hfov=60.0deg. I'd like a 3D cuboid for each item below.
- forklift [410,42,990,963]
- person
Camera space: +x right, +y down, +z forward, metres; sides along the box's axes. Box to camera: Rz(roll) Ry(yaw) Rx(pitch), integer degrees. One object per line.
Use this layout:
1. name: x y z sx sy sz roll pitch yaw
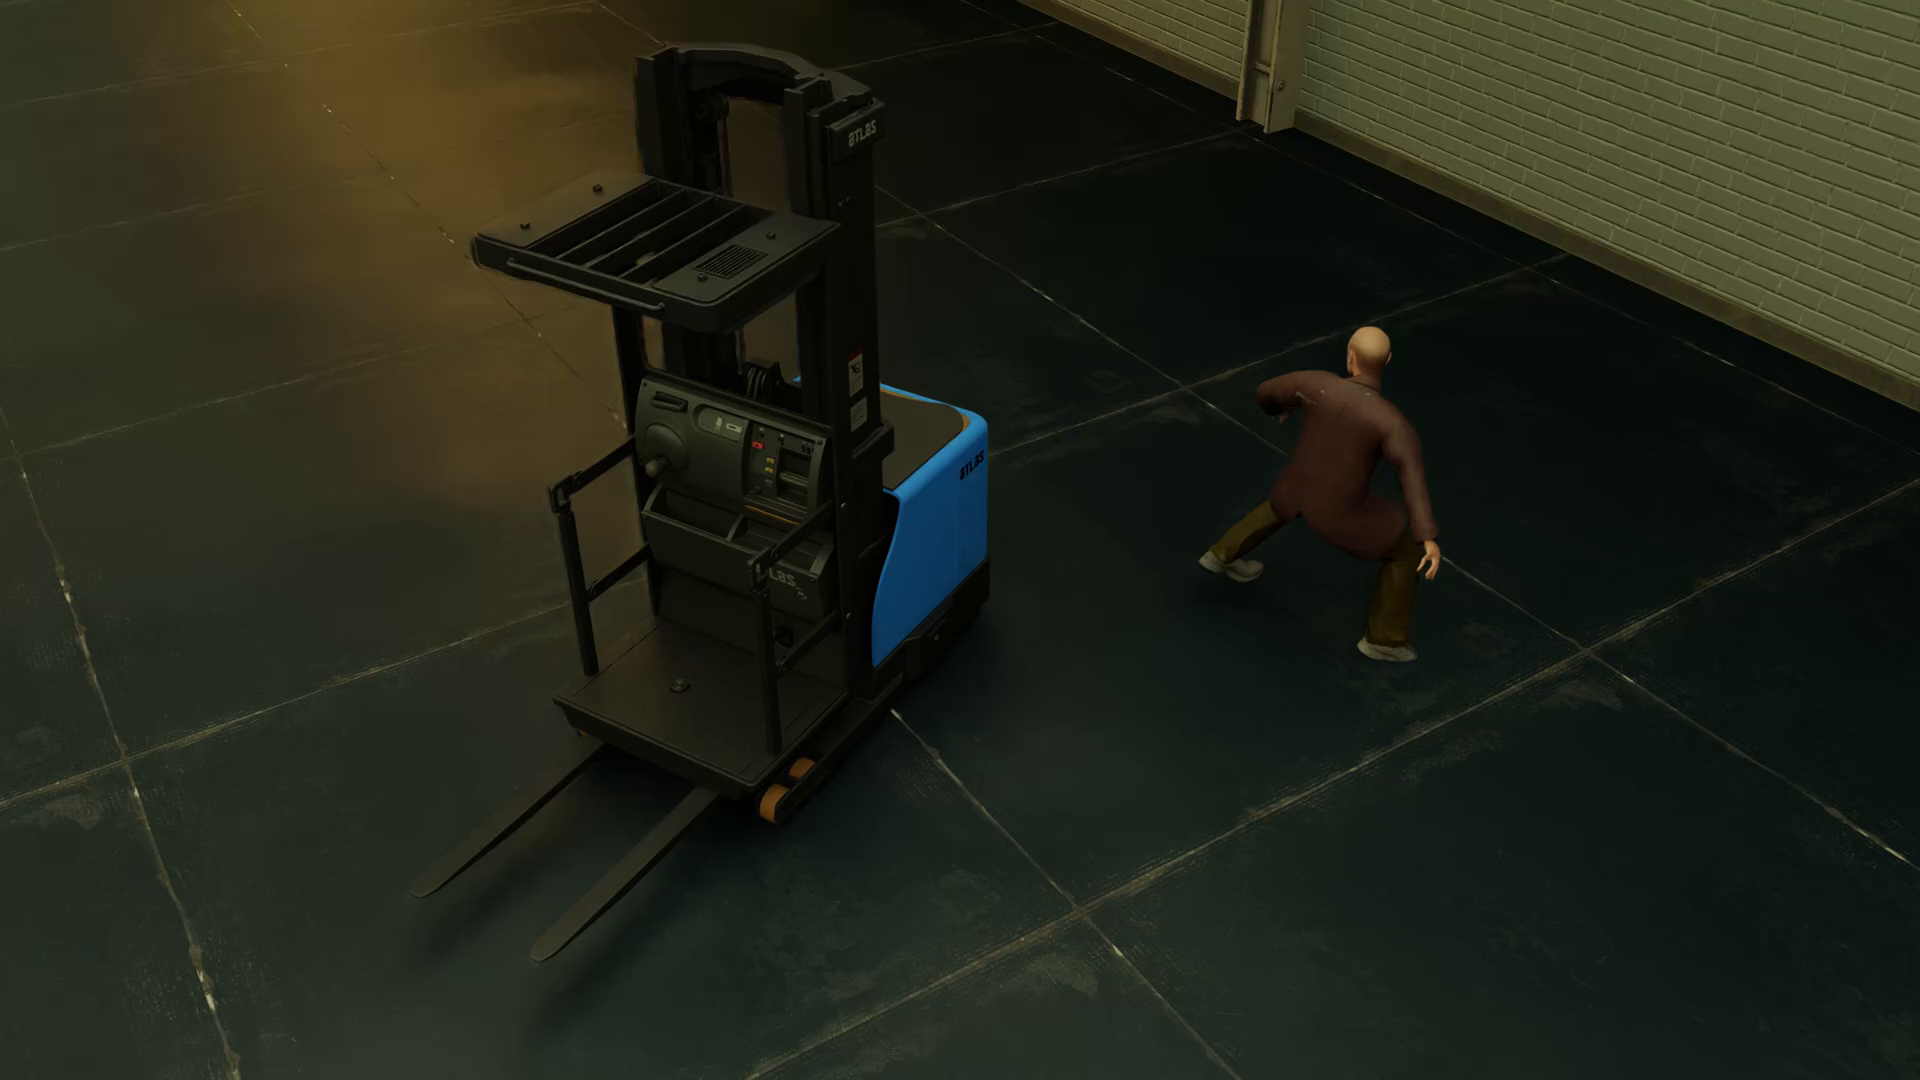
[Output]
1. forklift: -1.046 -0.310 6.589 1.130 2.935 3.031 19 39 25
2. person: 1.758 -0.177 7.618 0.567 1.682 1.222 -25 42 -31
